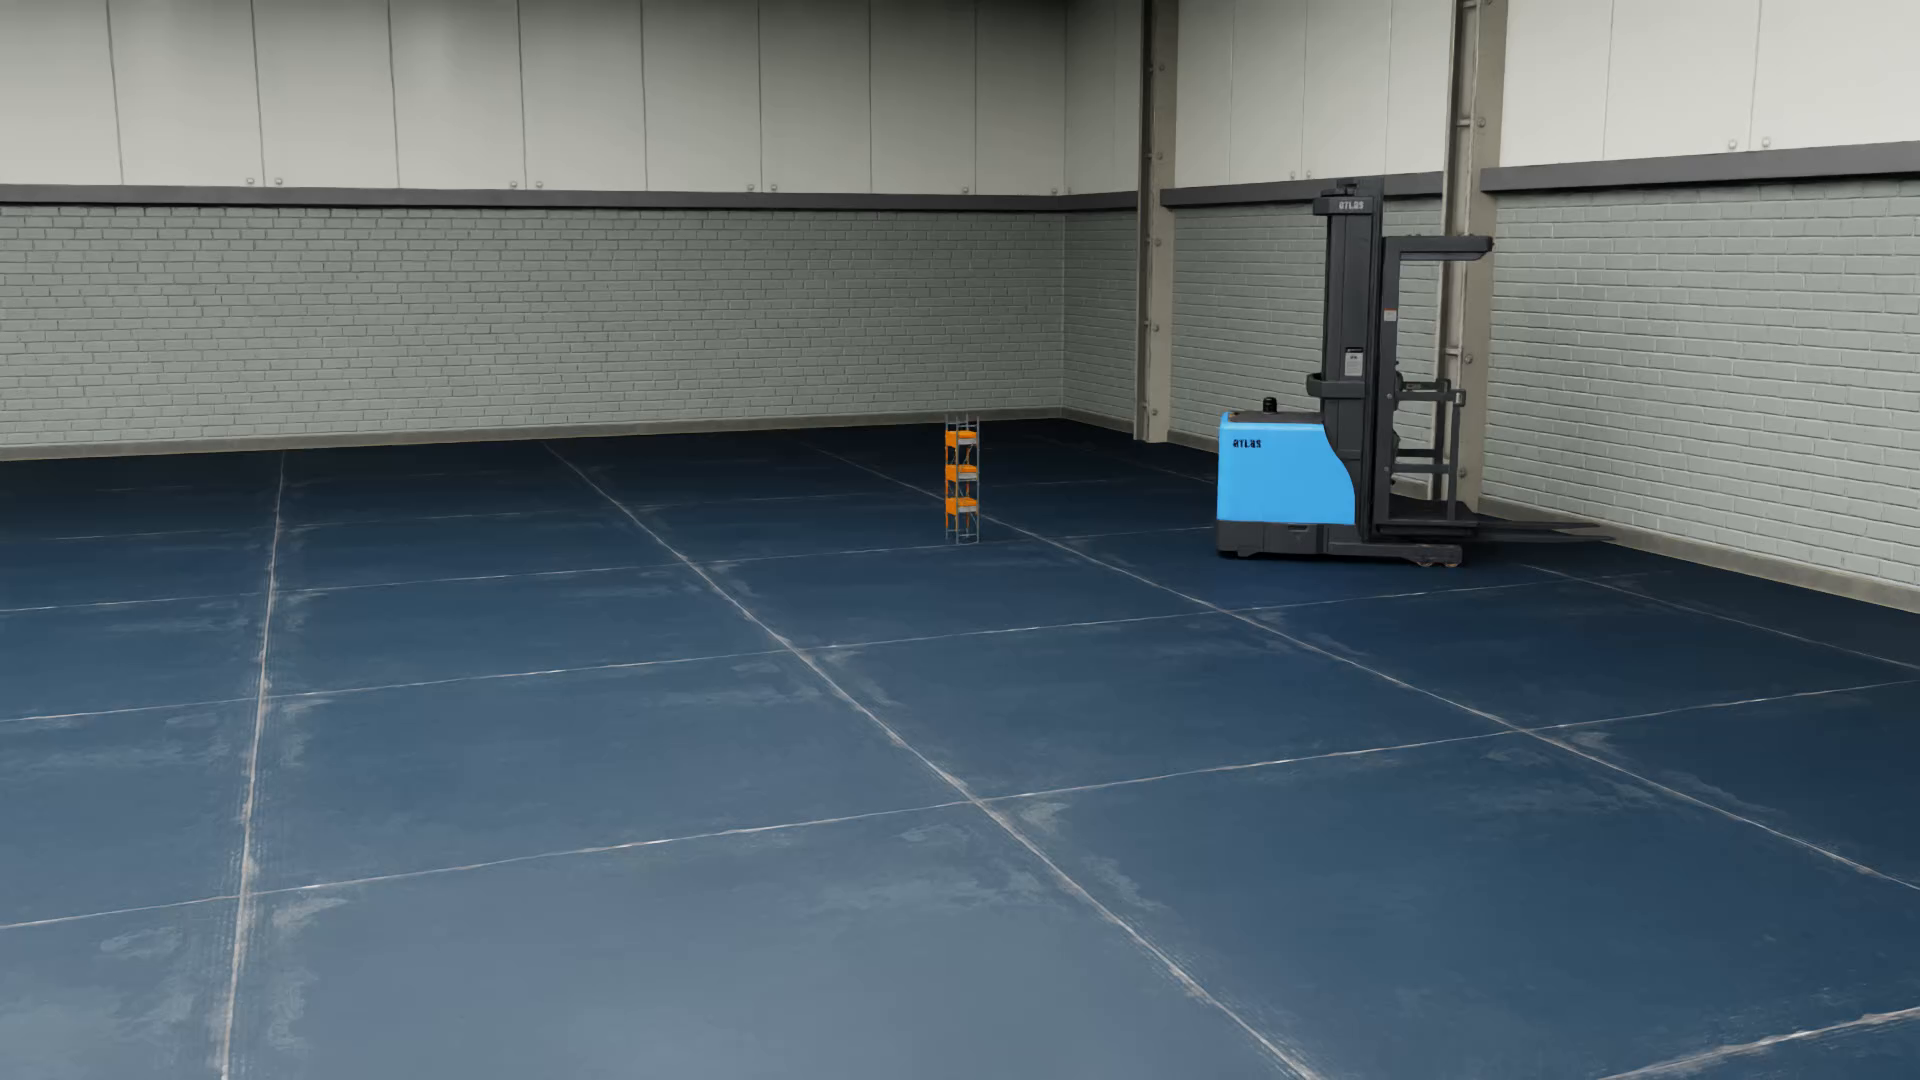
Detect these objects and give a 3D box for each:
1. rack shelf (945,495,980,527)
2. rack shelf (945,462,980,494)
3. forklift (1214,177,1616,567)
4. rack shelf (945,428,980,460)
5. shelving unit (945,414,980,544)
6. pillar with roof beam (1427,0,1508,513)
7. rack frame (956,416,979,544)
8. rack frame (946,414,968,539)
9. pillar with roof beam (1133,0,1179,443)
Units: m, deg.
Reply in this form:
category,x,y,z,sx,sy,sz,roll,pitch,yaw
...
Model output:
category,x,y,z,sx,sy,sz,roll,pitch,yaw
rack shelf,0.019,-0.224,13.830,0.215,0.259,0.240,-4,11,-21
rack shelf,0.019,-0.498,13.781,0.215,0.259,0.240,-4,11,-21
forklift,3.576,-1.334,13.049,3.031,2.935,1.130,2,10,10
rack shelf,0.019,-0.777,13.731,0.215,0.259,0.240,-4,11,-21
shelving unit,0.019,-0.508,13.779,0.215,1.050,0.252,-4,11,-21
pillar with roof beam,0.574,-4.431,13.137,9.100,9.000,0.400,-4,11,-21
rack frame,0.064,-0.488,13.667,0.200,1.050,0.008,-4,11,-21
rack frame,-0.025,-0.528,13.891,0.200,1.050,0.008,-4,11,-21
pillar with roof beam,-1.600,-5.411,18.643,9.100,9.000,0.400,-4,11,-21
